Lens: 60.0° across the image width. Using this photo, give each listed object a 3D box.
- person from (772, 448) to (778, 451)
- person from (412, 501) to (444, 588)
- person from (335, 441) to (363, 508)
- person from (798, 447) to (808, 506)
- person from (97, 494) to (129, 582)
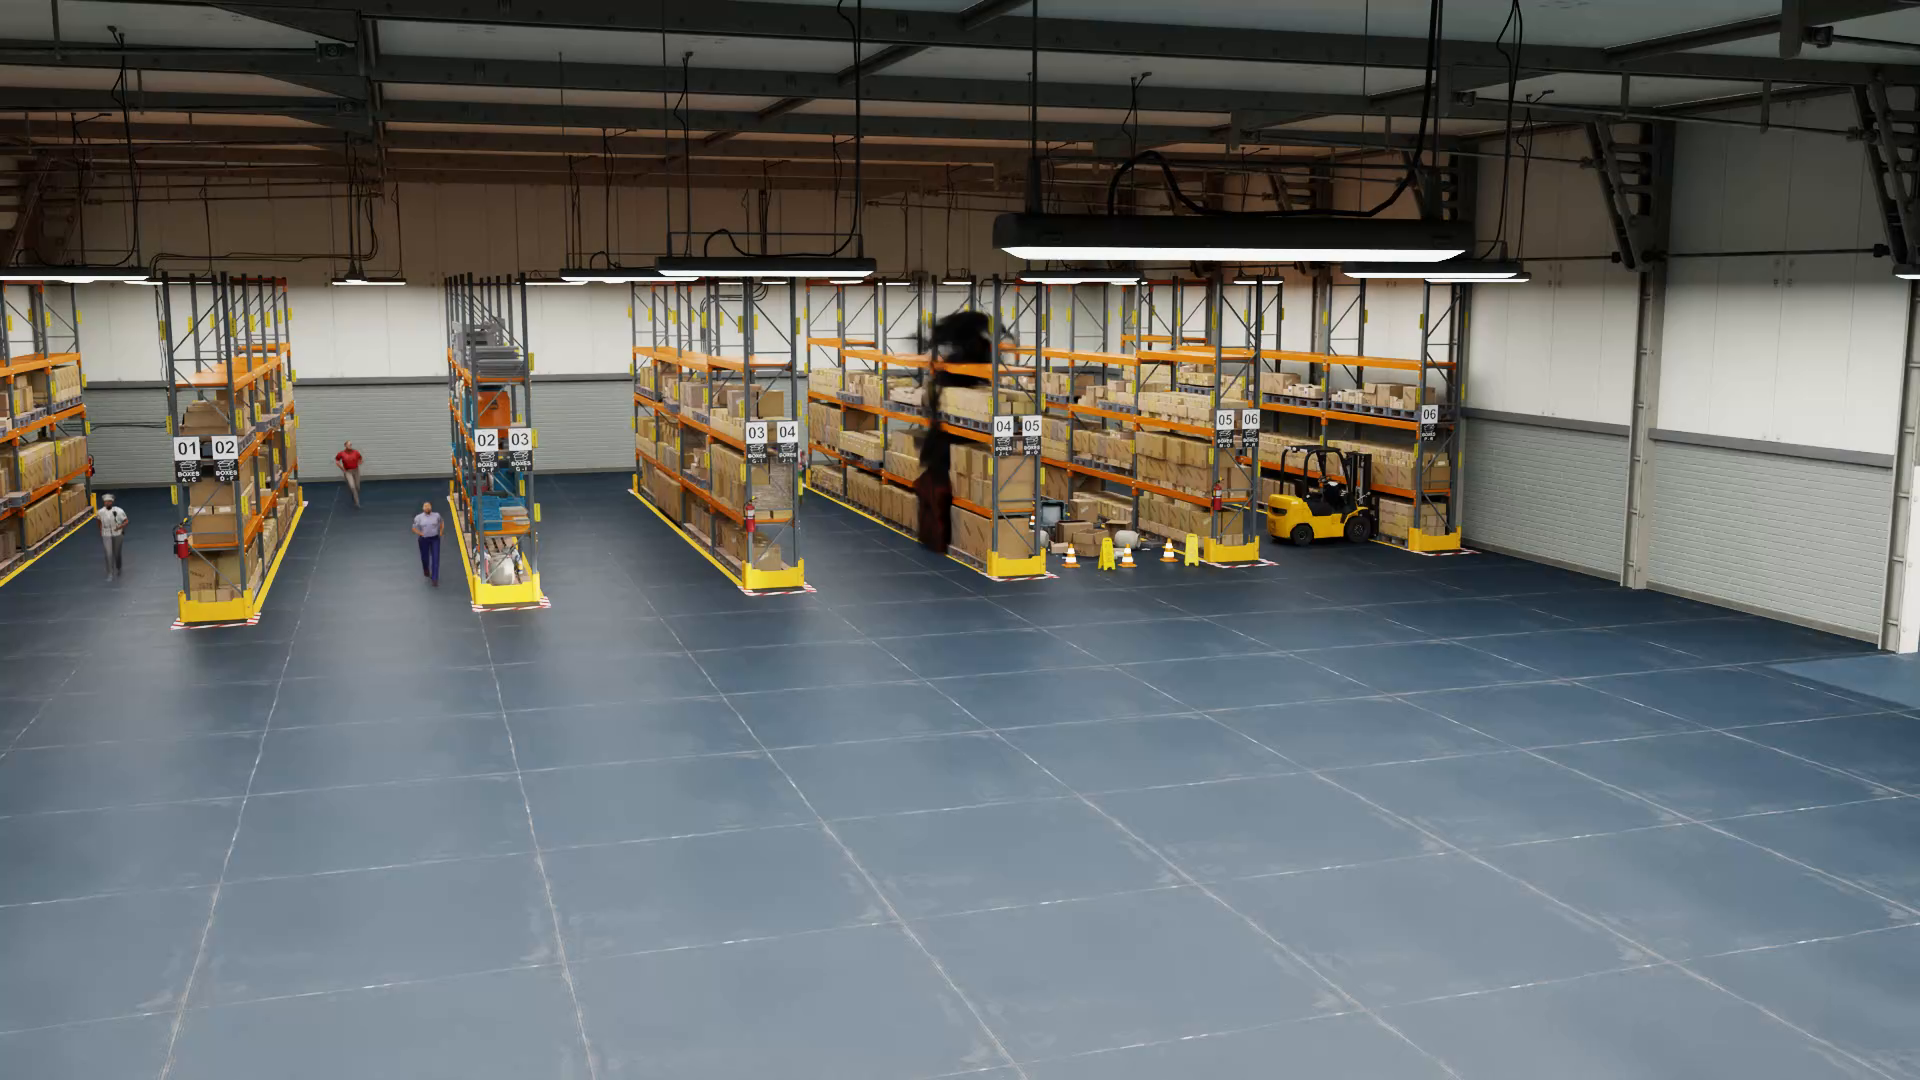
[{"bbox_3d":[-5.650,-2.340,47.958,0.843,1.683,0.533,2,9,10],"label":"person"},{"bbox_3d":[-10.321,0.053,32.338,0.610,1.650,0.896,-3,9,-21],"label":"person"},{"bbox_3d":[-16.094,-1.737,43.914,0.668,1.749,0.901,-7,11,-37],"label":"person"},{"bbox_3d":[-4.352,-1.840,44.145,0.675,1.757,1.051,-2,9,-12],"label":"person"},{"bbox_3d":[-16.763,-0.049,32.920,0.560,1.768,0.709,-3,9,-21],"label":"person"}]
